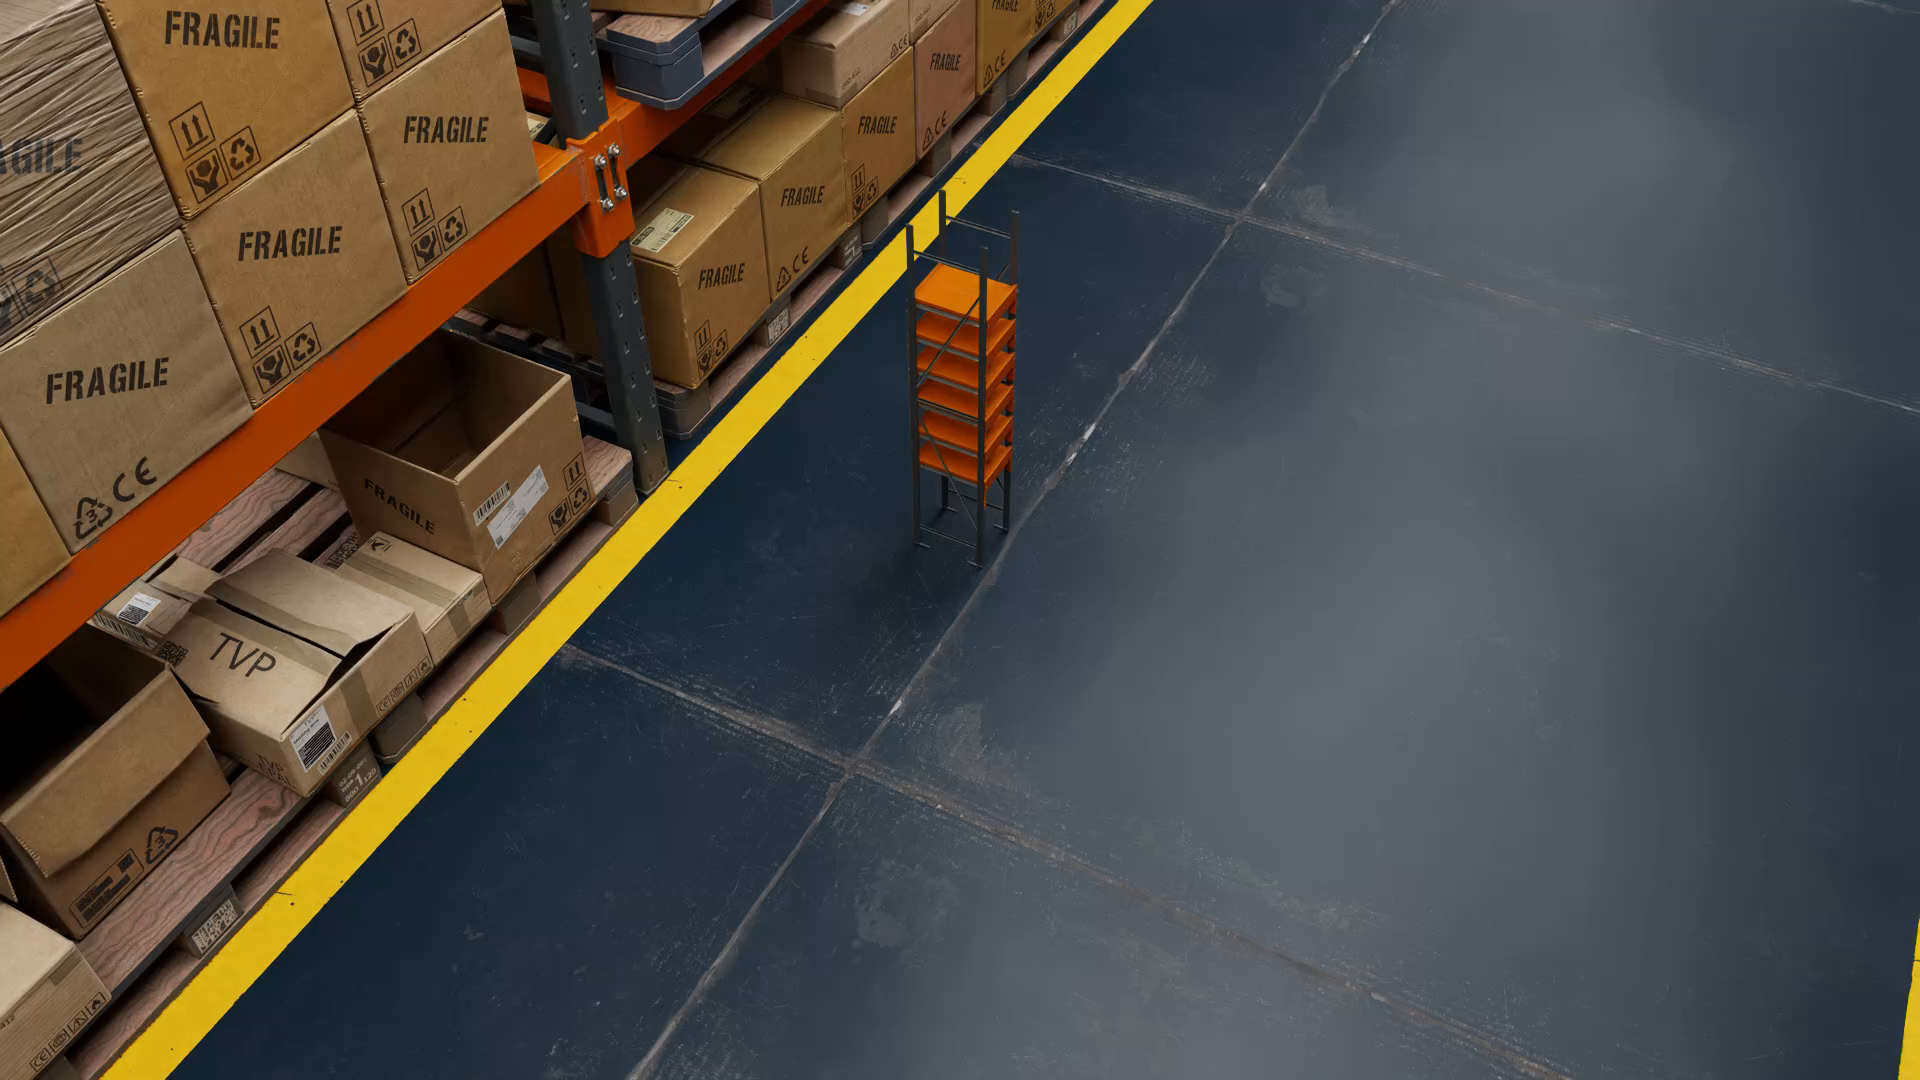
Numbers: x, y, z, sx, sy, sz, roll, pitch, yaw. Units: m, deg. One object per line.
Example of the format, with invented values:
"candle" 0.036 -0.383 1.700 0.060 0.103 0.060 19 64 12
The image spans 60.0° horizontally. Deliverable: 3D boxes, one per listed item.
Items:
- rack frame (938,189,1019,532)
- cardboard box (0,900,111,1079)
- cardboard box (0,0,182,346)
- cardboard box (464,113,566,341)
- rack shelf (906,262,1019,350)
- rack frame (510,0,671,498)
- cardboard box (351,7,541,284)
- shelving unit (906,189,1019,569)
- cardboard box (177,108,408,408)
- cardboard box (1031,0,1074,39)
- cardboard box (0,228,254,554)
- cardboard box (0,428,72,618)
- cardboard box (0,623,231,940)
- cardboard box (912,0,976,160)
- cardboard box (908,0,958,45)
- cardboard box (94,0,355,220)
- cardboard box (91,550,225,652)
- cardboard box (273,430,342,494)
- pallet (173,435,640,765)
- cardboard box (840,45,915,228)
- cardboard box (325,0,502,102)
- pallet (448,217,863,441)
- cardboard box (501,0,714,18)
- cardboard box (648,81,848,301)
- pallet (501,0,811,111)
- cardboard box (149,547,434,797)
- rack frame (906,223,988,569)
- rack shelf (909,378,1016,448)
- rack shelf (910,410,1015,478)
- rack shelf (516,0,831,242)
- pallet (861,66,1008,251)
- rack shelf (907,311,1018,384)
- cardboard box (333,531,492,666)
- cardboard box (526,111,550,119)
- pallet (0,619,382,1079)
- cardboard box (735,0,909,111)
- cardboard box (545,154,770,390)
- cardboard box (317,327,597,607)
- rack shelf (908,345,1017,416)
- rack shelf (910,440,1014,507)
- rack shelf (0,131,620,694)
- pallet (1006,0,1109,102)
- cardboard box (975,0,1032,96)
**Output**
"rack frame" 0.049 -0.489 4.889 0.240 1.200 0.006 20 49 19
"cardboard box" -2.311 1.057 3.720 0.500 0.250 0.500 20 49 19
"cardboard box" -1.897 -0.737 3.096 0.500 0.500 0.500 21 49 19
"cardboard box" -1.447 -1.077 5.654 0.500 0.500 0.500 20 49 19
"rack shelf" 0.007 -0.653 4.608 0.258 0.103 0.180 20 49 19
"rack frame" -1.422 -1.396 4.520 1.000 3.000 0.127 20 49 19
"cardboard box" -1.427 -1.031 4.090 0.500 0.500 0.500 21 49 20
"shelving unit" 0.007 -0.431 4.832 0.258 1.200 0.189 20 49 19
"cardboard box" -1.665 -0.706 3.768 0.500 0.500 0.500 22 49 20
"cardboard box" 0.208 -2.525 7.084 0.500 0.500 0.500 22 49 21
"cardboard box" -1.902 -0.381 3.448 0.500 0.500 0.500 22 49 20
"cardboard box" -2.136 -0.060 3.130 0.500 0.500 0.500 21 49 20
"cardboard box" -2.290 0.513 4.080 0.797 0.503 0.637 20 49 19
"cardboard box" -0.271 -1.866 6.434 0.500 0.500 0.500 19 48 18
"cardboard box" -0.285 -2.106 6.143 0.500 0.250 0.500 20 49 18
"cardboard box" -1.663 -1.054 3.410 0.500 0.500 0.500 20 49 18
"cardboard box" -2.202 0.187 4.639 0.380 0.166 0.250 20 49 19
"cardboard box" -1.809 -0.412 5.129 0.500 0.311 0.500 20 49 19
"pallet" -1.742 0.017 5.085 1.003 0.211 1.213 20 49 19
"cardboard box" -0.506 -1.548 6.119 0.500 0.500 0.500 21 49 20
"cardboard box" -1.428 -1.378 3.730 0.500 0.500 0.500 21 49 19
"pallet" -1.078 -0.940 6.031 1.003 0.211 1.213 20 49 19
"cardboard box" -1.004 -1.803 4.557 0.700 0.500 0.500 6 46 6
"cardboard box" -0.744 -1.235 5.810 0.500 0.500 0.500 21 49 20
"pallet" -0.955 -1.795 5.050 1.003 0.211 1.213 20 49 19
"cardboard box" -1.784 0.320 4.406 0.500 0.311 0.500 20 49 19
"rack frame" -0.036 -0.373 4.775 0.240 1.200 0.006 20 49 19
"rack shelf" 0.007 -0.400 4.864 0.258 0.103 0.180 20 49 19
"rack shelf" 0.007 -0.315 4.949 0.258 0.103 0.180 20 49 19
"rack shelf" -0.494 -2.403 6.021 1.077 0.370 4.000 20 49 19
"pallet" -0.513 -1.712 6.793 1.003 0.211 1.213 20 49 19
"rack shelf" 0.007 -0.568 4.693 0.258 0.103 0.180 20 49 19
"cardboard box" -1.557 0.161 4.677 0.380 0.149 0.250 20 49 19
"cardboard box" -1.210 -1.386 5.959 0.500 0.500 0.500 21 49 19
"pallet" -2.307 0.789 4.322 1.003 0.211 1.213 20 49 19
"cardboard box" -0.518 -1.789 5.830 0.500 0.250 0.500 21 49 19
"cardboard box" -0.982 -0.896 5.475 0.500 0.500 0.500 18 48 17
"cardboard box" -1.436 -0.219 4.806 0.500 0.500 0.500 20 49 19
"rack shelf" 0.007 -0.484 4.779 0.258 0.103 0.180 20 49 19
"rack shelf" 0.007 -0.231 5.035 0.258 0.103 0.180 20 49 19
"rack shelf" -2.351 0.117 3.531 1.077 0.370 4.000 20 49 19
"pallet" 0.054 -2.477 7.550 1.003 0.211 1.213 20 49 19
"cardboard box" -0.032 -2.199 6.762 0.500 0.500 0.500 19 48 18
